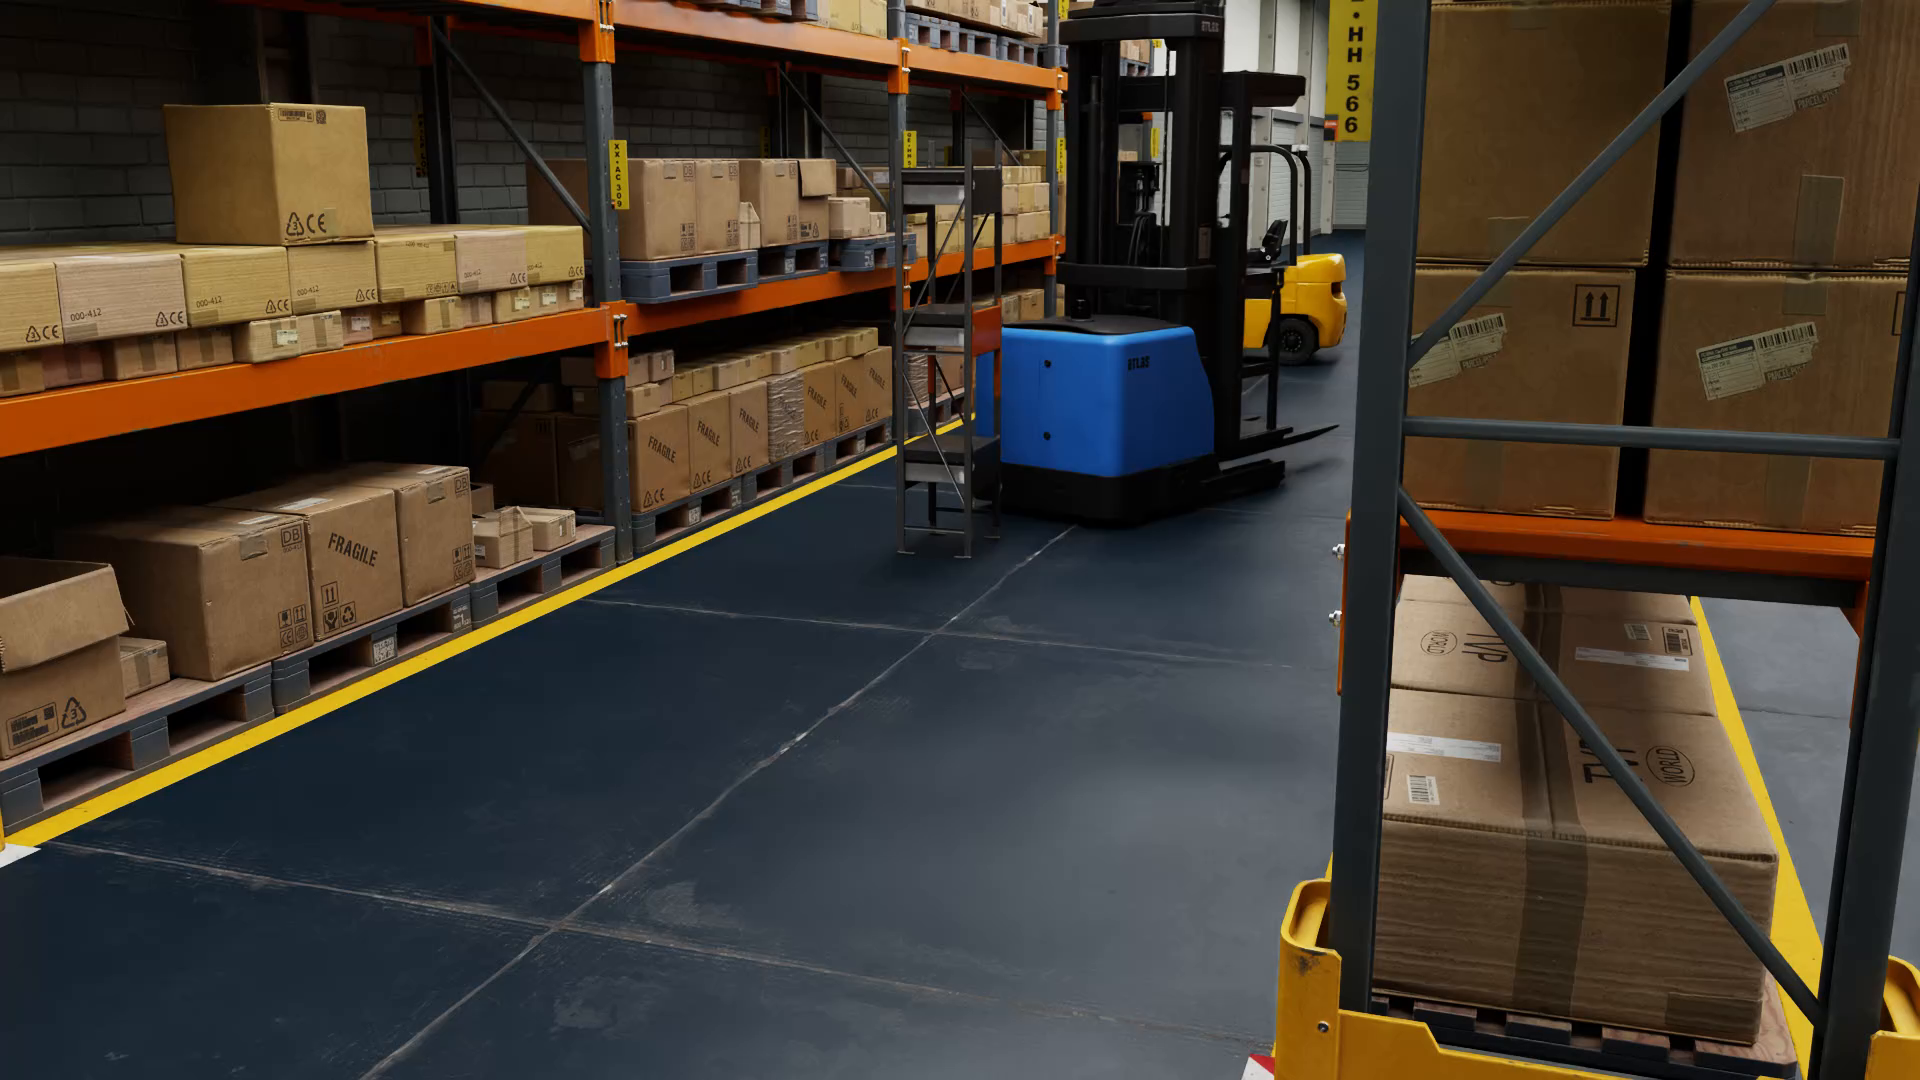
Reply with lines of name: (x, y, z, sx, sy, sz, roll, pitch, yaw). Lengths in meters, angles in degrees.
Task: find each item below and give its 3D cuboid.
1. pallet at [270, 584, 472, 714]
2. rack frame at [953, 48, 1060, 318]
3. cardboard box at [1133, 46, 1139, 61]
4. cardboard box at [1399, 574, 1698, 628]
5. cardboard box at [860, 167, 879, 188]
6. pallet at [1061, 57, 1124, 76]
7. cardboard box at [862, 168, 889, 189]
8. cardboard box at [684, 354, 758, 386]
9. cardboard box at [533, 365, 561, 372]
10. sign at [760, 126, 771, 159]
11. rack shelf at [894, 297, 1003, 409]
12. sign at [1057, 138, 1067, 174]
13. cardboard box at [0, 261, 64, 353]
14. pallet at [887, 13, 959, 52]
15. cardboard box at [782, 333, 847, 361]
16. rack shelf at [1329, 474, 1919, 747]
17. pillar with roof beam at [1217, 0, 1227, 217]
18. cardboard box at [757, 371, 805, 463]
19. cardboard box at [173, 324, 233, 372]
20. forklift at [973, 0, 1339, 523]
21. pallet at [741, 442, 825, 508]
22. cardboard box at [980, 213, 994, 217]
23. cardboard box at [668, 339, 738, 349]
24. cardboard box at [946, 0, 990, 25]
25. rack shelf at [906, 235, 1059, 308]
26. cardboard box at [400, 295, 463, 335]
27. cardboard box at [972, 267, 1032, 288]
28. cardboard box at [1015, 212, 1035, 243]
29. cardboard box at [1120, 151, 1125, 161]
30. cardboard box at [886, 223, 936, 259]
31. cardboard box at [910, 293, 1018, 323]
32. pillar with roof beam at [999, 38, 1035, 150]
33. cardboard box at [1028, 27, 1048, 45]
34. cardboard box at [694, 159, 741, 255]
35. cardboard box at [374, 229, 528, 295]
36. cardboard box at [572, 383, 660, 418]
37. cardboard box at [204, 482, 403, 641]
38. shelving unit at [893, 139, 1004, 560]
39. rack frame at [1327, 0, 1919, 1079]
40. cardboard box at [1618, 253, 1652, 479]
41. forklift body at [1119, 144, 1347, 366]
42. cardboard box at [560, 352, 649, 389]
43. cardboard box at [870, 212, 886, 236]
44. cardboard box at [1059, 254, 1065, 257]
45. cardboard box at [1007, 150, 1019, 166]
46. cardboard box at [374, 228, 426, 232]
pallet: (-2.782, 0.383, 6.838, 1.003, 0.211, 1.213, 4, 14, 18)
rack frame: (0.423, -3.064, 15.670, 1.000, 3.000, 0.127, 4, 14, 18)
cardboard box: (1.736, -5.303, 18.136, 0.380, 0.149, 0.250, 4, 13, 17)
cardboard box: (1.939, 0.335, 5.595, 0.875, 0.438, 0.875, 4, 13, 17)
cardboard box: (-0.837, -2.783, 12.757, 0.380, 0.149, 0.250, 4, 14, 18)
pallet: (1.071, -4.920, 17.262, 1.003, 0.211, 1.213, 4, 14, 18)
cardboard box: (-0.489, -2.632, 12.098, 0.380, 0.149, 0.250, 5, 14, 20)
cardboard box: (-1.434, -1.017, 9.920, 0.380, 0.149, 0.250, 5, 14, 20)
cardboard box: (-2.169, -0.887, 9.351, 0.380, 0.149, 0.250, 5, 14, 19)
sign: (-1.398, -2.825, 12.023, 0.100, 0.325, 0.005, 4, 14, 18)
rack shelf: (-0.054, -0.976, 8.605, 0.431, 0.518, 0.480, 4, 14, 18)
sign: (0.940, -3.553, 15.388, 0.100, 0.325, 0.005, 4, 14, 18)
cardboard box: (-3.058, -0.685, 4.917, 0.500, 0.250, 0.500, 4, 14, 19)
pallet: (-0.736, -3.741, 12.321, 1.213, 0.211, 1.003, 5, 14, 21)
cardboard box: (-0.977, -1.290, 11.113, 0.380, 0.149, 0.250, 4, 13, 17)
rack shelf: (1.885, -0.251, 4.963, 1.077, 0.370, 4.000, 4, 14, 18)
pillar with roof beam: (8.595, -8.966, 28.046, 9.100, 9.000, 0.400, 4, 14, 18)
cardboard box: (-1.294, -0.777, 10.326, 0.500, 0.500, 0.500, 4, 13, 16)
cardboard box: (-2.783, -0.684, 5.808, 0.380, 0.149, 0.250, 5, 14, 19)
forklift: (1.397, -1.794, 10.262, 1.130, 2.935, 3.031, 10, 16, 38)
pallet: (-1.545, -0.451, 10.492, 1.003, 0.211, 1.213, 4, 14, 18)
cardboard box: (-0.006, -2.792, 13.691, 0.500, 0.250, 0.500, 5, 14, 19)
cardboard box: (-1.665, -1.215, 10.787, 0.380, 0.149, 0.250, 4, 13, 17)
cardboard box: (-0.077, -4.335, 13.107, 0.500, 0.500, 0.500, 5, 14, 20)
rack shelf: (-0.224, -2.292, 13.905, 1.077, 0.370, 4.000, 4, 14, 18)
cardboard box: (-2.321, -0.950, 6.972, 0.380, 0.149, 0.250, 4, 13, 18)
cardboard box: (0.399, -2.533, 16.333, 0.500, 0.250, 0.500, 5, 14, 20)
cardboard box: (0.350, -2.759, 14.673, 0.500, 0.250, 0.500, 4, 14, 18)
cardboard box: (1.561, -4.104, 17.878, 0.380, 0.149, 0.250, 5, 14, 20)
cardboard box: (-0.496, -2.224, 12.329, 0.500, 0.250, 0.500, 4, 14, 19)
cardboard box: (0.006, -1.837, 14.689, 0.875, 0.625, 0.625, 4, 14, 18)
pillar with roof beam: (4.712, -6.439, 16.976, 9.100, 9.000, 0.400, 4, 14, 18)
cardboard box: (0.855, -4.730, 15.624, 0.380, 0.149, 0.250, 5, 14, 20)
cardboard box: (-1.630, -1.828, 9.085, 0.700, 0.500, 0.500, 5, 14, 19)
cardboard box: (-2.248, -1.220, 7.260, 0.500, 0.250, 0.500, 4, 14, 19)
cardboard box: (-1.798, -0.738, 8.696, 0.380, 0.149, 0.250, 5, 14, 21)
cardboard box: (-2.593, 0.074, 6.598, 0.500, 0.500, 0.500, 5, 14, 19)
shelving unit: (-0.054, -0.989, 8.602, 0.431, 2.100, 0.503, 4, 14, 18)
rack frame: (1.235, -0.181, 3.039, 0.949, 2.616, 0.053, 4, 14, 18)
cardboard box: (1.802, -0.418, 3.854, 0.500, 0.500, 0.500, 4, 13, 18)
forklift body: (2.830, -2.961, 17.129, 2.313, 2.155, 1.214, 4, 14, 18)
cardboard box: (-1.855, -0.887, 8.682, 0.380, 0.149, 0.250, 4, 13, 17)
cardboard box: (-0.721, -2.138, 11.234, 0.380, 0.149, 0.250, 5, 14, 19)
cardboard box: (1.224, -3.065, 18.662, 0.500, 0.250, 0.500, 4, 14, 18)
cardboard box: (0.361, -3.712, 16.162, 0.380, 0.149, 0.250, 4, 13, 17)
cardboard box: (-2.737, -1.260, 7.437, 0.500, 0.250, 0.500, 4, 14, 18)
